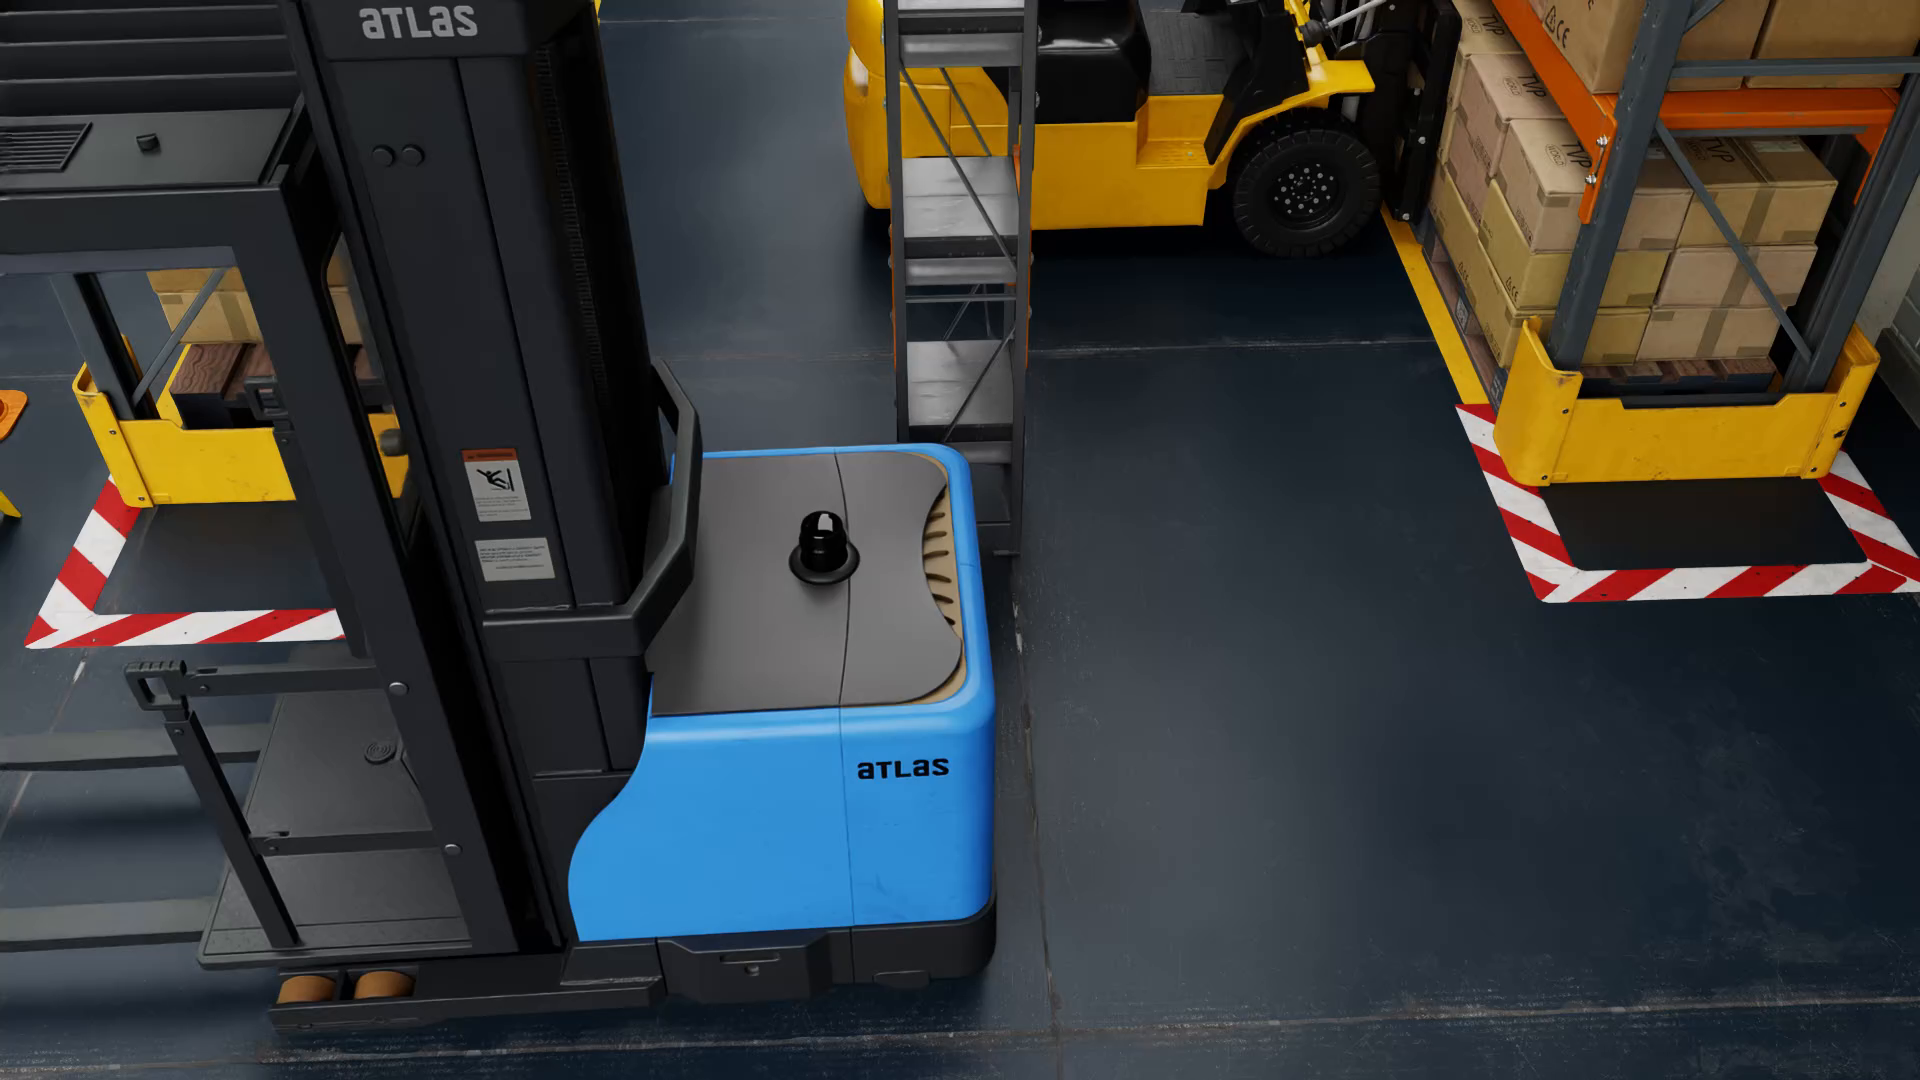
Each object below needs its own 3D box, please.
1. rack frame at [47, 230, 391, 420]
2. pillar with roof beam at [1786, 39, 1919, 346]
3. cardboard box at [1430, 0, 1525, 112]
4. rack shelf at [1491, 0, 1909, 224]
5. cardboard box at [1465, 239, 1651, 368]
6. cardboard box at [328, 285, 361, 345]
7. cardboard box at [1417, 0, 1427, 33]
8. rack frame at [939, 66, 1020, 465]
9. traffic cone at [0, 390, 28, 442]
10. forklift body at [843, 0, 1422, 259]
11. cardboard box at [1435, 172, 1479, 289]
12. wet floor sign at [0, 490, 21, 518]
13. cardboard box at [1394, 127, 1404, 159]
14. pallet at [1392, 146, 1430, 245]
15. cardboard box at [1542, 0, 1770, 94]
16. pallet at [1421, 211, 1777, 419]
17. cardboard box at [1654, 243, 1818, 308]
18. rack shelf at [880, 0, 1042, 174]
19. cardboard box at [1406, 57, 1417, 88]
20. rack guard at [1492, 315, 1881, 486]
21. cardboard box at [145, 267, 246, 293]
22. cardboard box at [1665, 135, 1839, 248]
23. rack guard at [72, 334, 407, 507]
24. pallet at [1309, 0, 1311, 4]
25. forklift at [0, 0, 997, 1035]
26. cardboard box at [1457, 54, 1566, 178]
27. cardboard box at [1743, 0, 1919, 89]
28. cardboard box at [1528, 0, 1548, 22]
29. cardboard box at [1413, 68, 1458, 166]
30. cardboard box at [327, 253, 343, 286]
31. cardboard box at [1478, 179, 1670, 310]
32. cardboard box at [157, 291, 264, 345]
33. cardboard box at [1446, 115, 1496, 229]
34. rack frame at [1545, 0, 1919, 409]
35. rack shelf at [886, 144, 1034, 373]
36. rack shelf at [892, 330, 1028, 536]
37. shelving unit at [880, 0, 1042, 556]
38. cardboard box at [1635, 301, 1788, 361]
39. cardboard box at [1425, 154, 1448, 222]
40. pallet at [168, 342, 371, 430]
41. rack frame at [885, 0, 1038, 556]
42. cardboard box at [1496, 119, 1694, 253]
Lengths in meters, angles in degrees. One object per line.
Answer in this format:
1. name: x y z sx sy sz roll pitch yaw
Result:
1. rack frame: -2.395 -1.301 4.950 1.000 3.000 0.127 -2 43 -2
2. pillar with roof beam: -0.866 -4.030 3.487 9.100 9.000 0.400 -2 43 -2
3. cardboard box: 2.174 -1.943 6.634 0.500 0.250 0.500 -1 43 -1
4. rack shelf: 2.479 -2.531 6.824 1.077 0.370 4.000 -2 43 -2
5. cardboard box: 2.228 -0.896 6.231 0.500 0.250 0.500 -1 43 -1
6. cardboard box: -2.153 -0.995 6.340 0.500 0.250 0.500 -2 43 -2
7. cardboard box: 2.160 -2.285 7.007 0.500 0.250 0.500 -2 43 -3
8. rack frame: -0.017 -1.051 5.342 0.400 2.100 0.015 -2 43 -2
9. traffic cone: -3.702 -0.619 6.083 0.336 0.463 0.334 -2 43 -2
10. forklift body: 0.661 -2.361 6.734 2.313 2.155 1.214 -2 43 -2
11. cardboard box: 2.217 -1.232 6.598 0.500 0.250 0.500 -2 43 -2
12. wet floor sign: -3.456 -0.274 5.572 0.267 0.644 0.232 12 44 13
13. cardboard box: 2.160 -1.920 7.348 0.500 0.250 0.500 0 43 0
14. pallet: 2.441 -1.755 7.508 1.003 0.211 1.213 -2 43 -2
15. cardboard box: 2.280 -1.808 5.428 0.500 0.500 0.500 -3 43 -3
16. pallet: 2.489 -0.933 6.612 1.003 0.211 1.213 -2 43 -2
17. cardboard box: 2.751 -1.095 6.079 0.500 0.250 0.500 -1 43 -1
18. rack shelf: -0.007 -1.392 4.699 0.431 0.518 0.480 -2 43 -2
19. cardboard box: 2.160 -2.116 7.193 0.500 0.250 0.500 -2 43 -2
20. rack guard: 2.565 -0.509 5.935 1.175 0.500 0.348 -2 43 -2
21. cardboard box: -2.690 -1.252 6.065 0.500 0.500 0.500 -1 43 -2
22. cardboard box: 2.732 -1.286 5.917 0.500 0.250 0.500 -2 43 -2
23. rack guard: -2.399 -0.431 5.850 1.175 0.500 0.348 -2 43 -2
24. pallet: 2.386 -2.581 8.409 1.003 0.211 1.213 -2 43 -2
25. forklift: -1.444 -0.164 3.760 3.031 2.935 1.130 -3 43 -3
26. cardboard box: 2.205 -1.603 6.263 0.500 0.250 0.500 -1 43 -1
27. cardboard box: 2.820 -1.826 5.448 0.500 0.500 0.500 0 43 0
28. cardboard box: 2.268 -2.158 5.811 0.500 0.500 0.500 0 43 0
29. cardboard box: 2.177 -1.778 6.824 0.500 0.250 0.500 -3 43 -3
30. cardboard box: -2.155 -1.287 6.104 0.500 0.500 0.500 -3 43 -3
31. cardboard box: 2.231 -1.091 6.075 0.500 0.250 0.500 -2 43 -2
32. cardboard box: -2.699 -0.997 6.342 0.500 0.250 0.500 -2 43 -2
33. cardboard box: 2.220 -1.430 6.445 0.500 0.250 0.500 -2 43 -2
34. rack frame: 2.564 -1.446 5.108 1.000 3.000 0.127 -2 43 -2
35. rack shelf: -0.007 -0.876 5.172 0.431 0.518 0.480 -2 43 -2
36. rack shelf: -0.007 -0.360 5.645 0.431 0.518 0.480 -2 43 -2
37. shelving unit: -0.007 -0.886 5.162 0.431 2.100 0.503 -2 43 -2
38. cardboard box: 2.738 -0.925 6.263 0.500 0.250 0.500 -1 43 -2
39. cardboard box: 2.204 -1.570 6.967 0.500 0.250 0.500 -1 43 -1
40. pallet: -2.398 -0.874 6.547 1.003 0.211 1.213 -2 43 -2
41. rack frame: 0.003 -0.721 4.983 0.400 2.100 0.015 -2 43 -2
42. cardboard box: 2.233 -1.258 5.887 0.500 0.250 0.500 0 43 0
